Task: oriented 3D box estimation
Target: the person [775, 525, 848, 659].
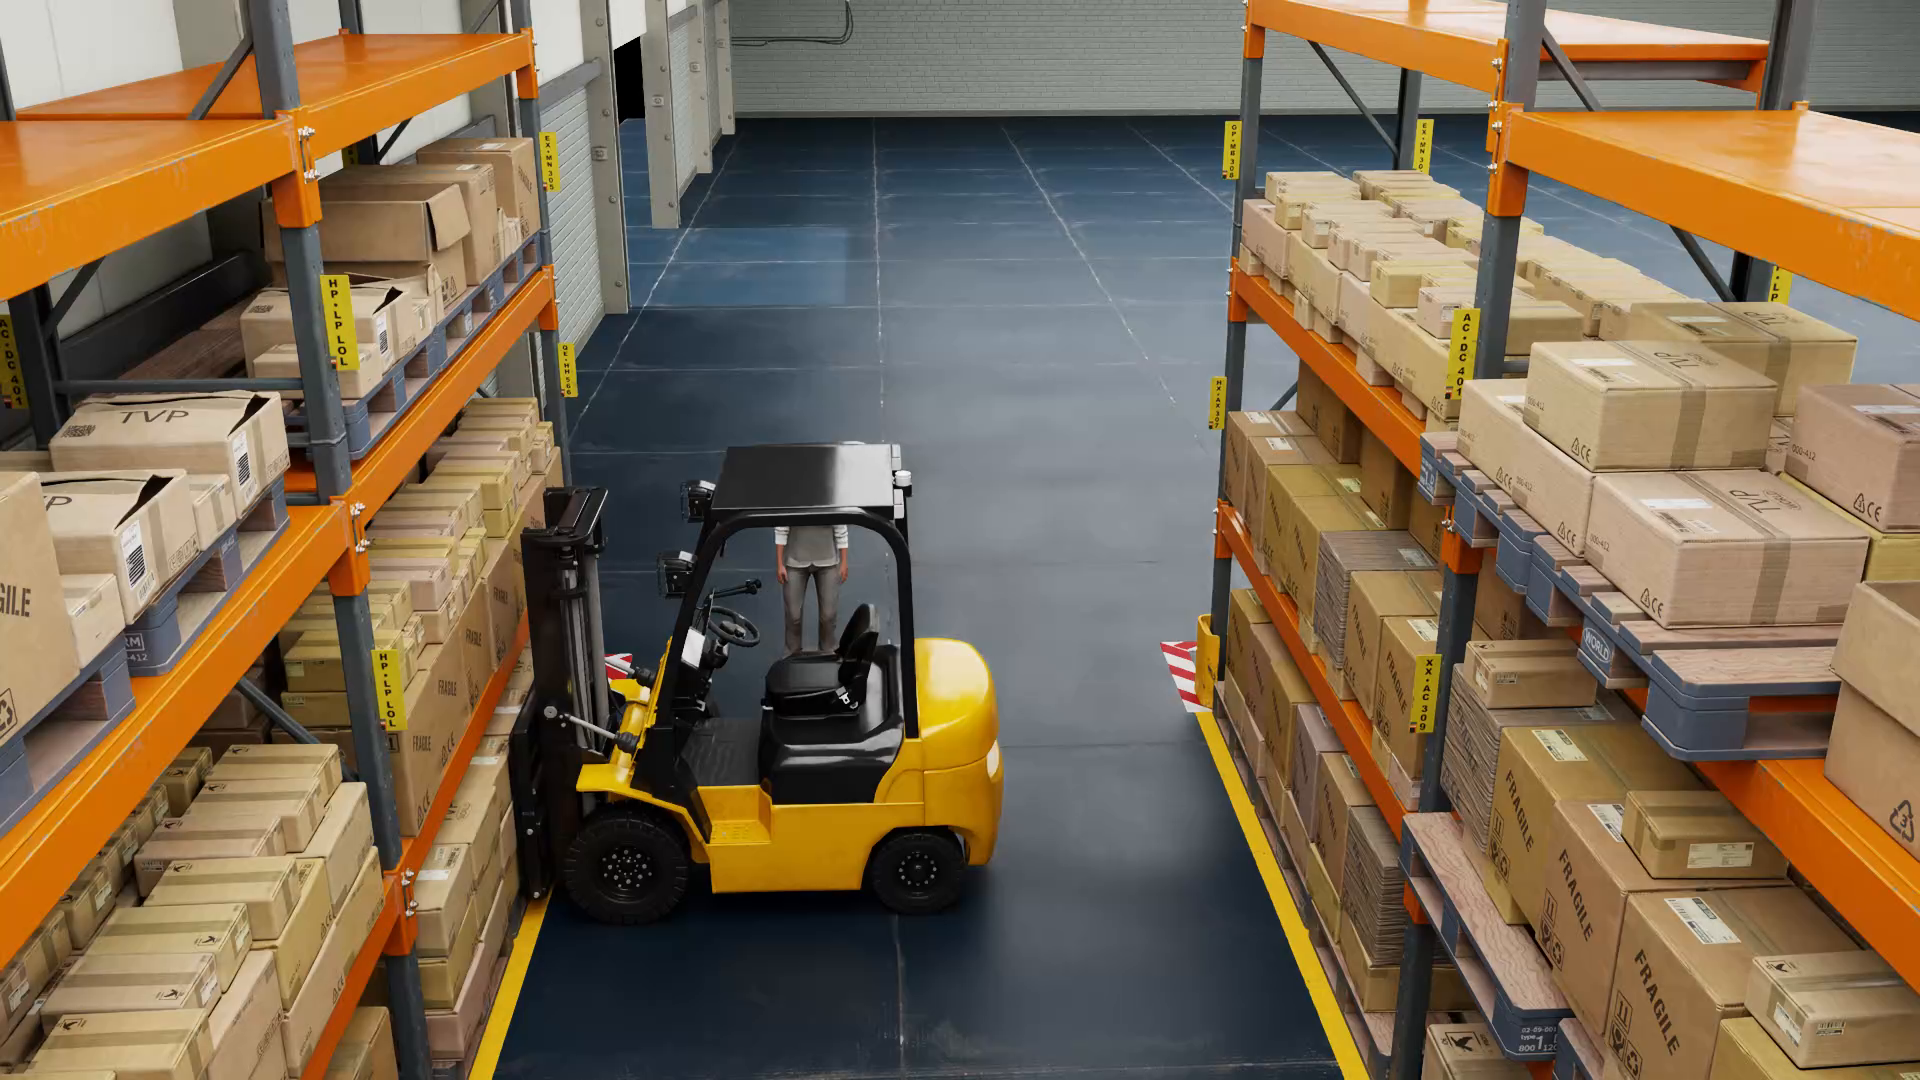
[{"bbox_3d":[-0.951,0.172,10.640,0.484,1.592,0.346,-2,21,-6],"label":"person"}]
